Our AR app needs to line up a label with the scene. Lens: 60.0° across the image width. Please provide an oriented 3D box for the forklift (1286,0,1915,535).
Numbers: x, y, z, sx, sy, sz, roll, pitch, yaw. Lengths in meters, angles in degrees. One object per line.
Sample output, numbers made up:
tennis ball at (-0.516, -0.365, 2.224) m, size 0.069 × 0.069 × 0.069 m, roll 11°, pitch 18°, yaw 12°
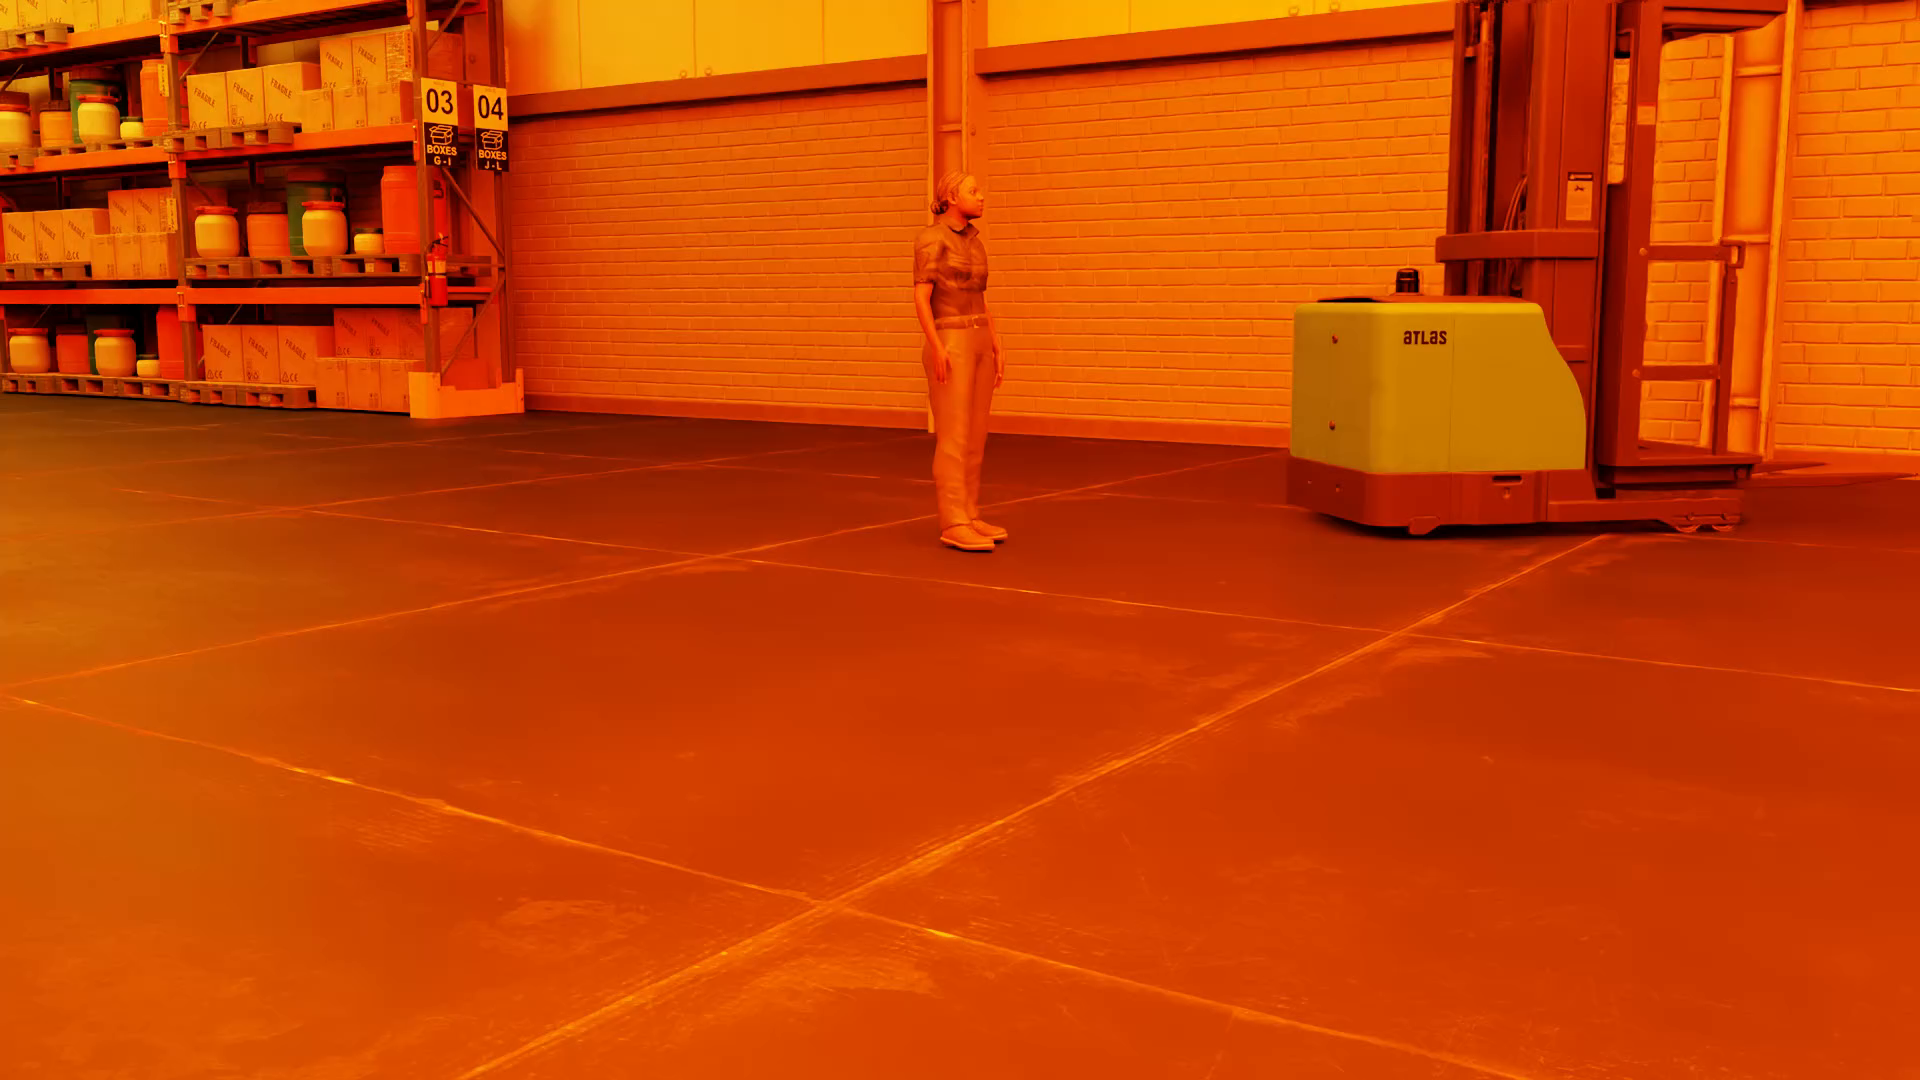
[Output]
forklift at (3.224, -1.555, 8.128) m, size 3.031 × 2.935 × 1.130 m, roll -2°, pitch 8°, yaw -12°

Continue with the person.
person at (0.061, -0.817, 7.421) m, size 0.504 × 1.654 × 0.569 m, roll 5°, pitch 10°, yaw 34°
